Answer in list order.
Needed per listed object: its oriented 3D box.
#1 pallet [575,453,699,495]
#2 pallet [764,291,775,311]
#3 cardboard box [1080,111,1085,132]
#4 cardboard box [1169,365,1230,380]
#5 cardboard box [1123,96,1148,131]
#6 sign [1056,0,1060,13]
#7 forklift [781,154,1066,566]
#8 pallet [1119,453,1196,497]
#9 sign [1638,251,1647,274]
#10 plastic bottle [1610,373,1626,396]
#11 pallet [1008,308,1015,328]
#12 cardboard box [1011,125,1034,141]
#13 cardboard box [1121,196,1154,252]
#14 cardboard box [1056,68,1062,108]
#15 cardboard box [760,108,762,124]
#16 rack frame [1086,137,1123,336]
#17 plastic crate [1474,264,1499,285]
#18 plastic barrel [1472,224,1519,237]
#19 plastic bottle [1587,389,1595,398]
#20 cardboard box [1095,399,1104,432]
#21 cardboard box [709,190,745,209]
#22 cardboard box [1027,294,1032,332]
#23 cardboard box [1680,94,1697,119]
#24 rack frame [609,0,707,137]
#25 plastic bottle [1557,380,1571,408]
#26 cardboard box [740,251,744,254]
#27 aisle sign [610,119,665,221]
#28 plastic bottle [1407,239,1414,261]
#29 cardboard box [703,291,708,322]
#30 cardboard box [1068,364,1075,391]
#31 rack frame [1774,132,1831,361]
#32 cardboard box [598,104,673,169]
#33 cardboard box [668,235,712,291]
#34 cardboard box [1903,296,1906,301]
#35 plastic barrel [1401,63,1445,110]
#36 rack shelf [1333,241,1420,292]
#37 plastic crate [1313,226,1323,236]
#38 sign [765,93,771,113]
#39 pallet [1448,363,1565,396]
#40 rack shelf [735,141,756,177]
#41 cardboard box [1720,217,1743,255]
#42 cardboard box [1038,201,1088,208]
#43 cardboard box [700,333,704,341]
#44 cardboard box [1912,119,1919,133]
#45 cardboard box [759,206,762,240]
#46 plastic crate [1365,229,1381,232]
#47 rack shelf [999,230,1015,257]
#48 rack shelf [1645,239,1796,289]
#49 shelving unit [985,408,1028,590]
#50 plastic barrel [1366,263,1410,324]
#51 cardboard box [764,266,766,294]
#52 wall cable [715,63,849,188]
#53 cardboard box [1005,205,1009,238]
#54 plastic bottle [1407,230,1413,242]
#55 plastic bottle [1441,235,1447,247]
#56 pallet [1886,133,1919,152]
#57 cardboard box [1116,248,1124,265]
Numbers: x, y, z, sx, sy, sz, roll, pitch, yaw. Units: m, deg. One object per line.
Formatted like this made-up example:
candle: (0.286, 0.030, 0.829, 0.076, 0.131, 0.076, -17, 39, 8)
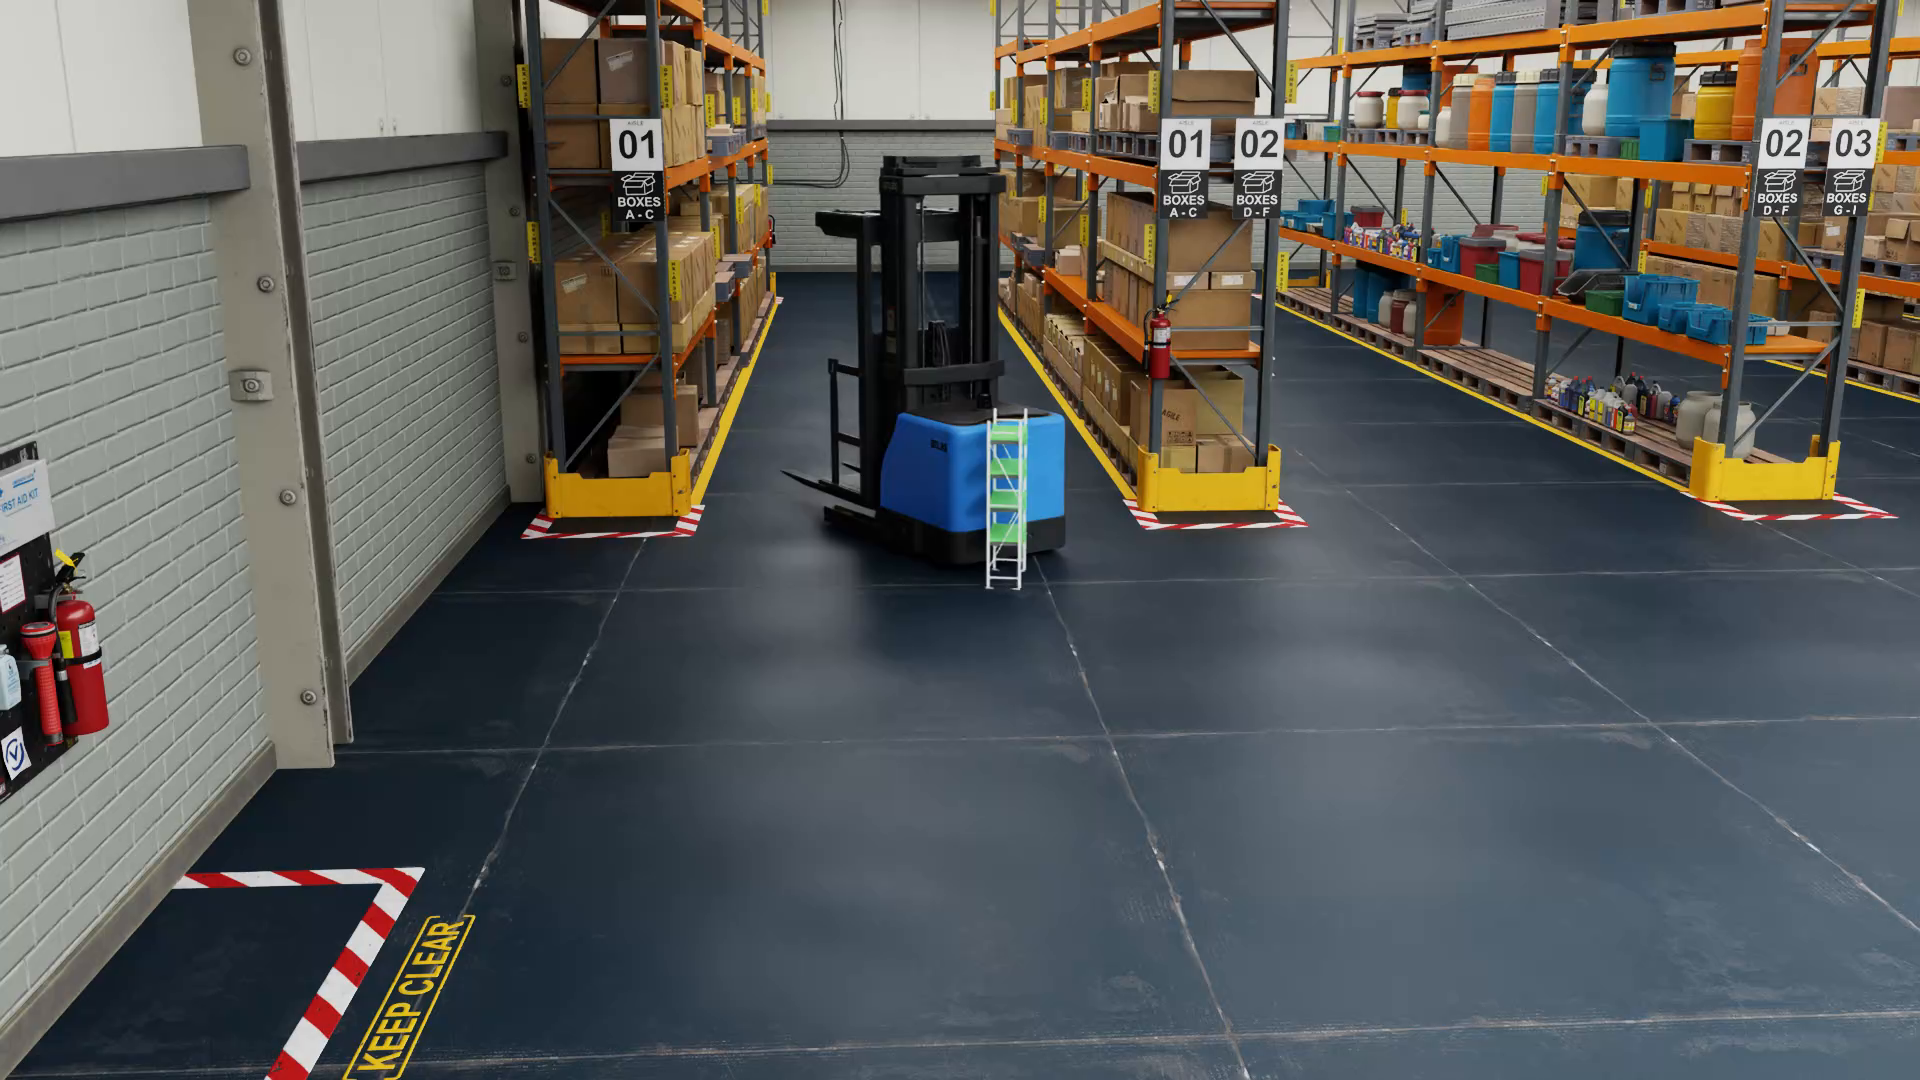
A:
pallet: (-2.865, -0.539, 14.697, 1.003, 0.211, 1.213, -1, 14, -3)
pallet: (-3.709, -4.099, 28.533, 1.003, 0.211, 1.213, -1, 14, -3)
cardboard box: (1.738, -5.076, 20.174, 0.500, 0.250, 0.500, 0, 14, -2)
cardboard box: (2.211, -1.365, 15.483, 0.500, 0.500, 0.500, -1, 14, -3)
cardboard box: (1.730, -3.846, 14.991, 0.500, 0.311, 0.500, 1, 14, 3)
sign: (1.662, -9.162, 28.385, 0.100, 0.325, 0.005, -1, 14, -3)
forklift: (-0.441, -1.545, 13.150, 1.130, 2.935, 3.031, -9, 17, -33)
pallet: (2.009, -0.584, 14.873, 1.003, 0.211, 1.213, -1, 14, -3)
sign: (7.345, -2.955, 17.937, 0.100, 0.325, 0.005, -1, 14, -3)
plastic bottle: (6.979, -1.588, 17.610, 0.144, 0.351, 0.185, -1, 14, -3)
pallet: (1.314, -3.550, 26.400, 1.003, 0.211, 1.213, -1, 14, -3)
cardboard box: (1.059, -6.226, 25.487, 0.500, 0.250, 0.500, -1, 14, -3)
cardboard box: (1.947, -3.056, 16.080, 0.700, 0.500, 0.500, -1, 14, -3)
cardboard box: (1.551, -5.955, 21.926, 0.500, 0.500, 0.500, -1, 14, -3)
cardboard box: (-3.456, -6.842, 26.836, 0.500, 0.250, 0.500, -1, 14, -5)
rack frame: (1.851, -2.740, 17.655, 1.000, 3.000, 0.127, -1, 14, -3)
plastic crate: (6.405, -3.142, 19.642, 0.450, 0.188, 0.662, -1, 14, -3)
plastic barrel: (6.878, -3.765, 21.368, 0.600, 0.536, 0.708, -1, 14, -3)
plastic bottle: (6.489, -1.417, 17.107, 0.097, 0.271, 0.097, 0, 14, 0)
cardboard box: (1.629, -1.243, 16.512, 0.500, 0.250, 0.500, -1, 14, -3)
cardboard box: (-3.181, -4.597, 22.532, 0.500, 0.250, 0.500, -1, 14, -3)
cardboard box: (1.240, -3.225, 23.676, 0.500, 0.500, 0.500, -1, 14, -6)
cardboard box: (11.289, -6.442, 24.980, 0.700, 0.500, 0.500, -1, 14, -2)
rack frame: (-3.093, -5.568, 16.607, 1.000, 3.000, 0.127, -1, 14, -3)
plastic bottle: (6.424, -1.543, 17.588, 0.152, 0.276, 0.135, 0, 14, -1)
cardboard box: (-3.069, -3.761, 22.088, 0.380, 0.149, 0.250, 0, 14, -2)
aisle sign: (-2.541, -2.913, 13.113, 0.394, 0.787, 0.004, -1, 14, -3)
plastic bottle: (6.082, -3.905, 22.418, 0.061, 0.283, 0.133, -1, 14, -3)
cardboard box: (-2.692, -2.238, 15.964, 0.500, 0.250, 0.500, -1, 14, -4)
cardboard box: (1.506, -1.836, 18.818, 0.500, 0.250, 0.500, -1, 14, -4)
rack frame: (11.490, -3.887, 22.113, 1.000, 3.000, 0.127, -1, 14, -3)
cardboard box: (-2.617, -3.266, 13.438, 0.500, 0.500, 0.500, -1, 14, -2)
cardboard box: (-2.719, -2.726, 16.357, 0.500, 0.500, 0.500, -1, 14, -4)
cardboard box: (15.927, -4.046, 27.610, 0.380, 0.149, 0.250, -1, 14, -5)
plastic barrel: (6.558, -6.282, 23.553, 0.600, 0.901, 0.708, -1, 14, -3)
rack shelf: (6.423, -3.959, 23.838, 1.077, 0.370, 4.000, -1, 14, -3)
plastic crate: (5.962, -4.975, 26.774, 0.437, 0.125, 0.590, -1, 14, -3)
sign: (-3.294, -7.495, 28.499, 0.100, 0.325, 0.005, -1, 14, -3)
pallet: (6.629, -1.964, 20.235, 1.003, 0.211, 1.213, -1, 14, -3)
rack shelf: (-3.465, -5.259, 22.870, 1.077, 0.370, 4.000, -1, 14, -3)
cardboard box: (11.152, -4.307, 23.546, 0.500, 0.500, 0.500, -1, 14, -5)
cardboard box: (1.526, -4.543, 23.619, 0.700, 0.500, 0.500, -5, 15, -18)
cardboard box: (-3.222, -2.450, 19.156, 0.500, 0.250, 0.500, -1, 14, -5)
cardboard box: (11.522, -4.900, 19.656, 0.380, 0.166, 0.250, -1, 14, -5)
cardboard box: (-3.646, -5.114, 26.281, 0.980, 0.700, 0.700, -1, 14, -5)
plastic crate: (6.413, -4.824, 26.166, 0.396, 0.136, 0.243, -1, 14, -3)
rack shelf: (1.231, -4.878, 27.411, 1.077, 0.370, 4.000, -1, 14, -3)
rack shelf: (11.367, -4.036, 24.135, 1.077, 0.370, 4.000, -1, 14, -3)
shelving unit: (0.333, -0.294, 11.763, 0.258, 1.200, 0.503, 2, 15, 6)
plastic barrel: (6.360, -3.681, 24.680, 0.600, 0.901, 0.708, -1, 14, -3)
cardboard box: (-3.693, -4.467, 28.542, 0.700, 0.500, 0.500, -1, 14, -3)
wall cable: (-3.830, -8.461, 34.082, 3.097, 2.526, 0.112, -1, 14, -3)
cardboard box: (1.001, -5.154, 26.838, 0.500, 0.500, 0.500, -1, 14, -2)
plastic bottle: (6.585, -4.393, 24.340, 0.097, 0.271, 0.097, 0, 14, 0)
plastic bottle: (6.817, -4.154, 23.387, 0.061, 0.283, 0.133, -1, 14, -3)
pallet: (11.739, -4.667, 19.501, 1.213, 0.211, 1.003, -1, 14, -3)
cardboard box: (1.739, -2.779, 16.303, 0.380, 0.149, 0.250, -1, 14, -5)
